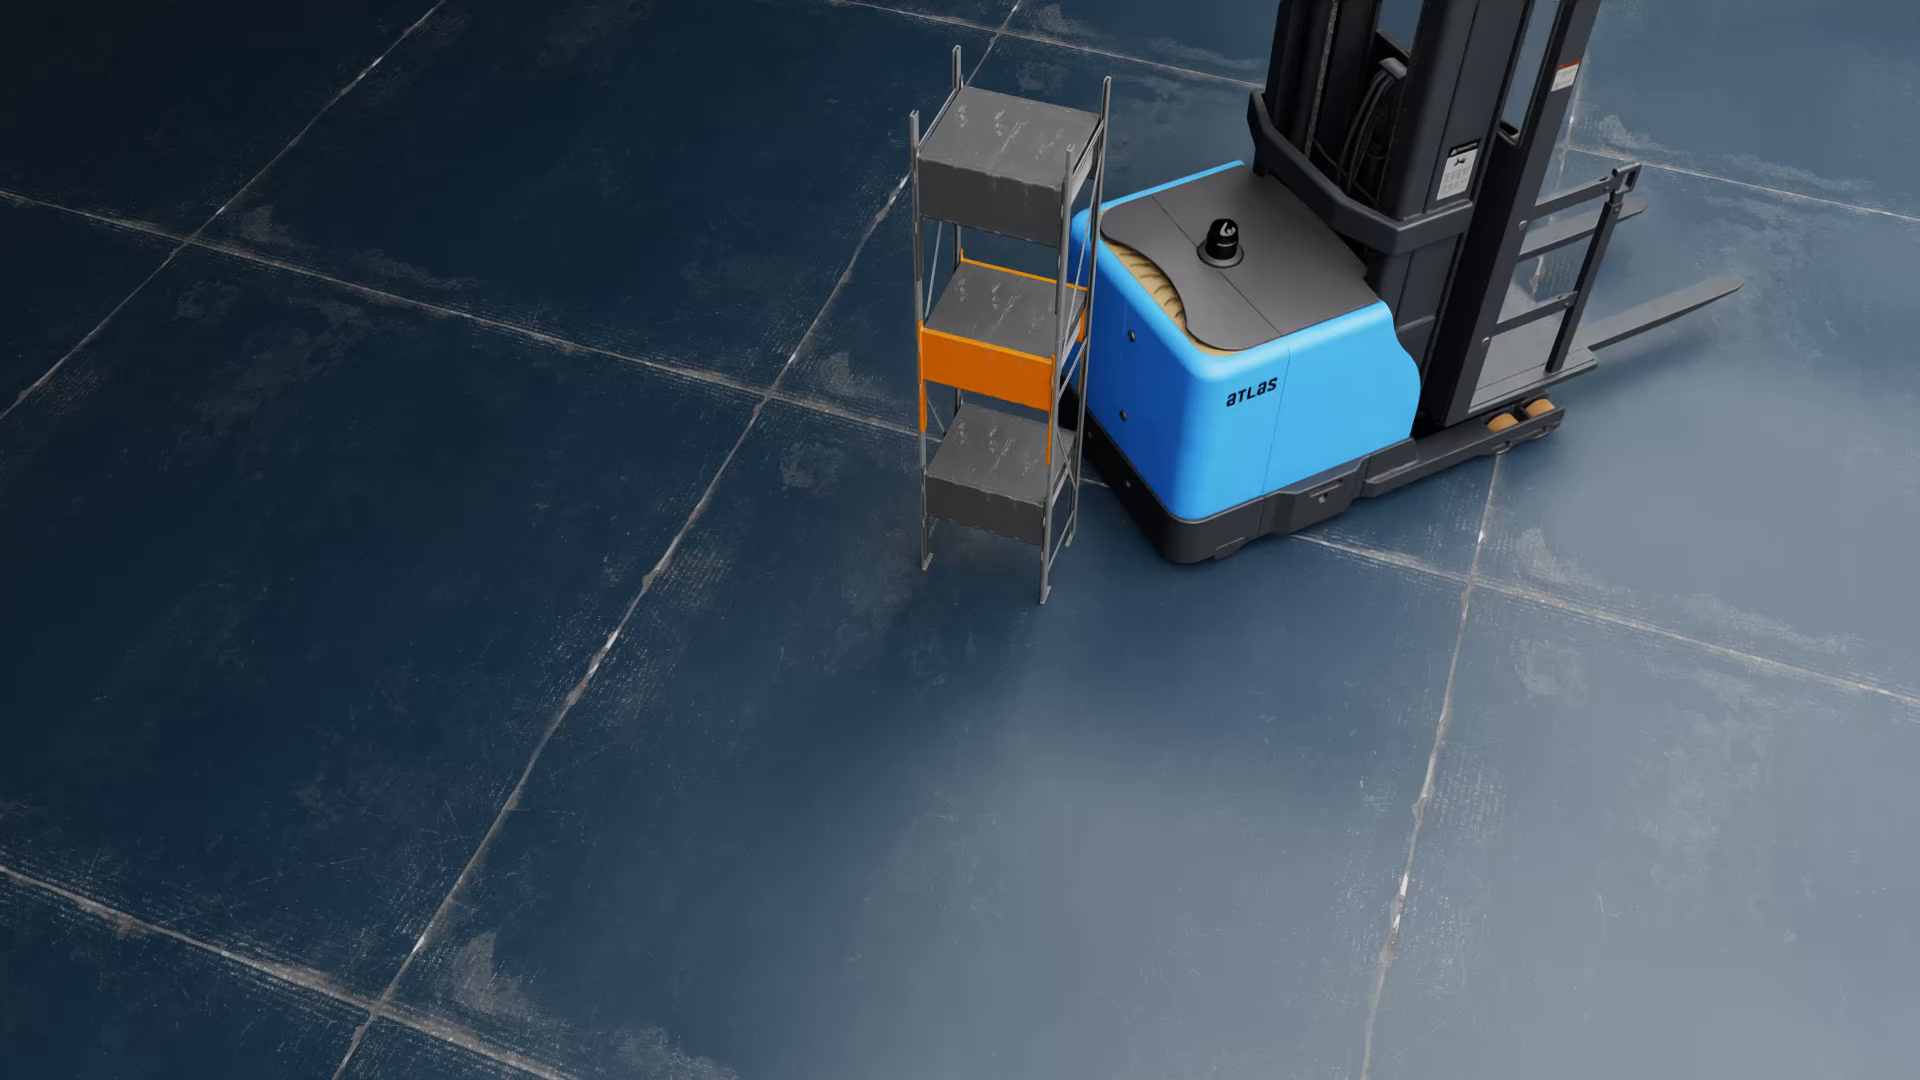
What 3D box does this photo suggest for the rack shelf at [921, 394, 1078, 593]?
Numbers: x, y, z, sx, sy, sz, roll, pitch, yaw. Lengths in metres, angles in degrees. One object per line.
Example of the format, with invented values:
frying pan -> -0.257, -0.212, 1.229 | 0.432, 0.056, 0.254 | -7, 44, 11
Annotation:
rack shelf -> 0.155, -0.177, 6.325 | 0.480, 0.518, 0.431 | 16, 51, 13

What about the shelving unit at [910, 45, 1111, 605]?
shelving unit -> 0.155, -0.644, 5.786 | 0.503, 2.100, 0.431 | 16, 51, 13

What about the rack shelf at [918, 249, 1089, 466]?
rack shelf -> 0.155, -0.635, 5.796 | 0.480, 0.518, 0.431 | 16, 51, 13

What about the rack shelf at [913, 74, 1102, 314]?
rack shelf -> 0.155, -1.094, 5.267 | 0.480, 0.518, 0.431 | 16, 51, 13

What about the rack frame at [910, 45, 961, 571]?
rack frame -> -0.074, -0.708, 5.841 | 0.015, 2.100, 0.400 | 16, 51, 13

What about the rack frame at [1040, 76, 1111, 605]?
rack frame -> 0.384, -0.580, 5.730 | 0.015, 2.100, 0.400 | 16, 51, 13

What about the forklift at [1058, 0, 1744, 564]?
forklift -> 1.946, -1.660, 6.116 | 3.031, 2.935, 1.130 | -21, 52, -17
